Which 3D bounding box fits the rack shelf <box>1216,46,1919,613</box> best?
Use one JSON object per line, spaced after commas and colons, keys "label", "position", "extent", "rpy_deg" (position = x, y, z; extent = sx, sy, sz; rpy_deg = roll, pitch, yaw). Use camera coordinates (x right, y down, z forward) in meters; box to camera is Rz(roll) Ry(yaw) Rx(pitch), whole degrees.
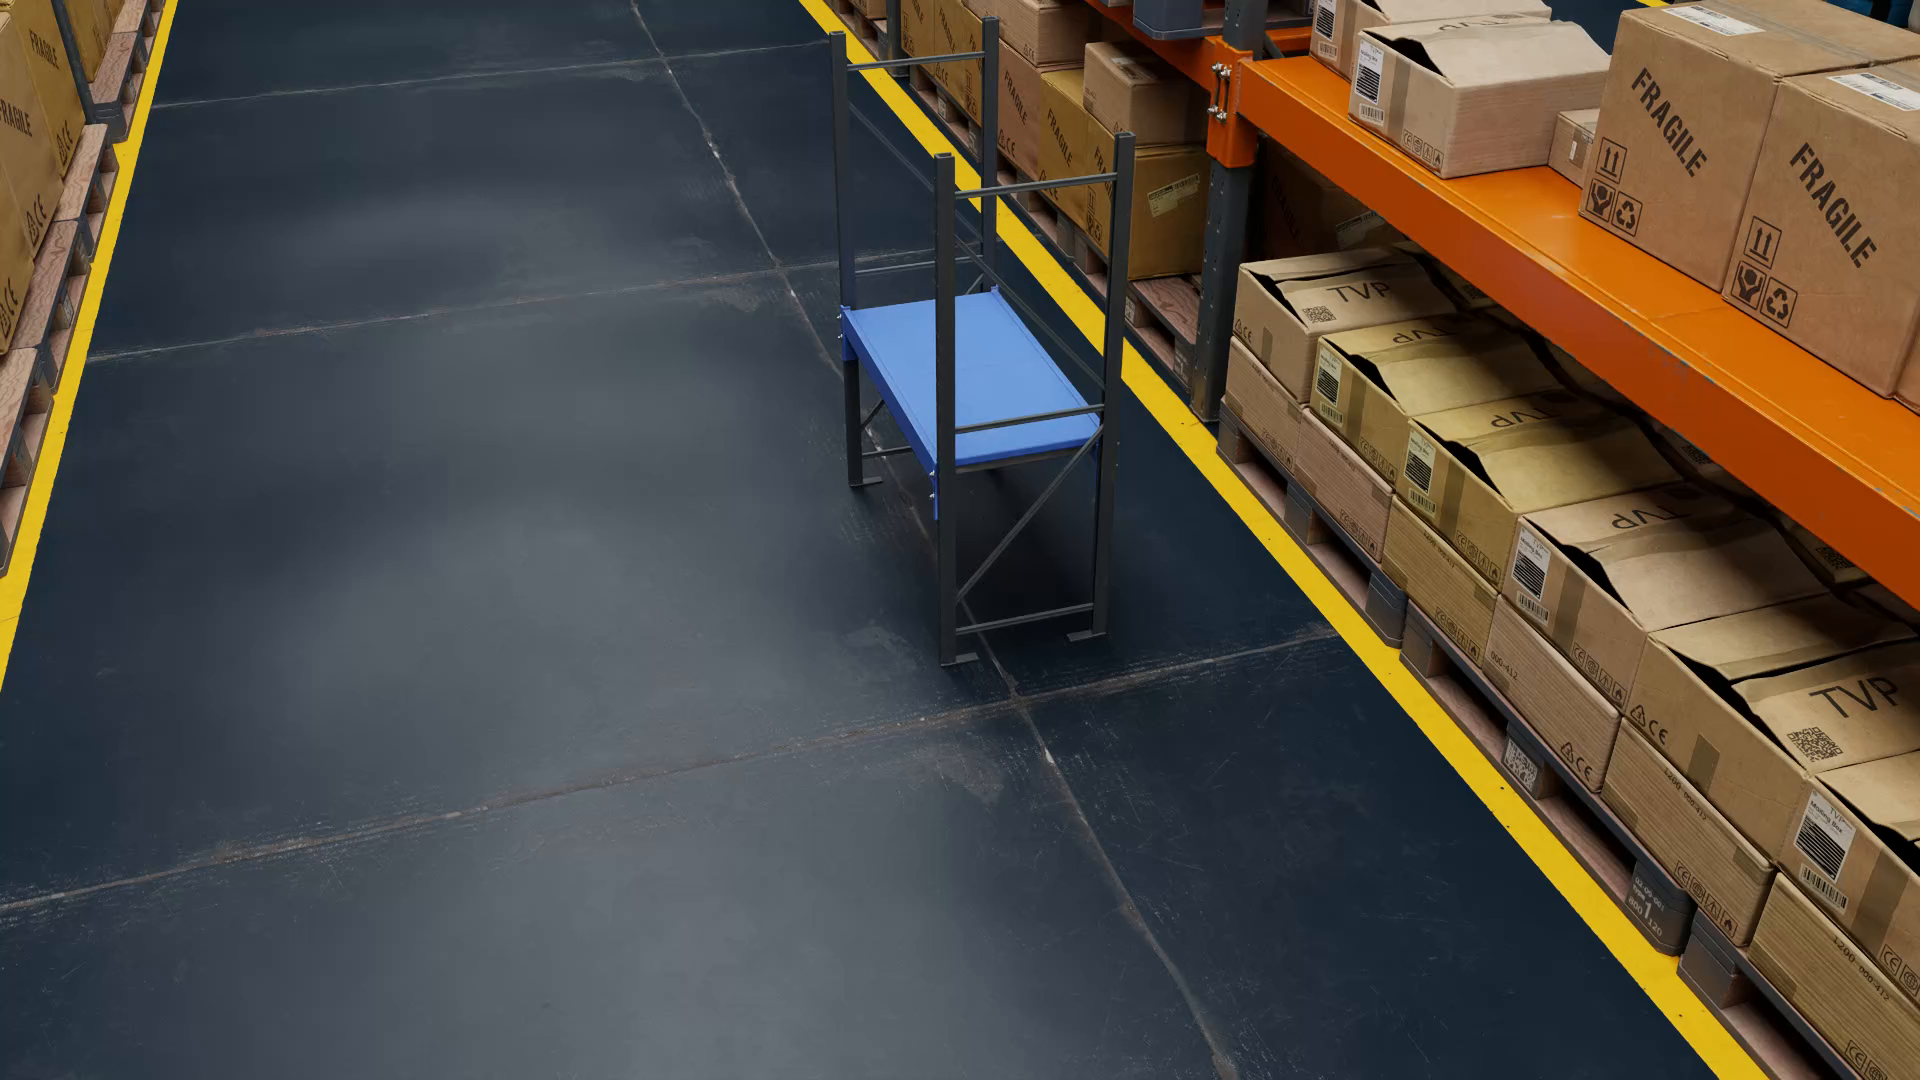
{"label": "rack shelf", "position": [1.926, -0.420, 3.818], "extent": [1.077, 0.370, 4.000], "rpy_deg": [-10, 35, -15]}

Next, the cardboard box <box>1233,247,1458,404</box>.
{"label": "cardboard box", "position": [1.196, -0.708, 5.205], "extent": [0.500, 0.311, 0.500], "rpy_deg": [-9, 34, -13]}

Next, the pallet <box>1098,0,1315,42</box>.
{"label": "pallet", "position": [1.042, -2.035, 5.782], "extent": [1.213, 0.211, 1.003], "rpy_deg": [-10, 35, -15]}

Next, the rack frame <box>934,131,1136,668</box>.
{"label": "rack frame", "position": [0.181, -0.314, 4.365], "extent": [0.500, 1.500, 0.032], "rpy_deg": [-10, 35, -15]}

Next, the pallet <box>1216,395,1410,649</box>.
{"label": "pallet", "position": [1.530, -0.168, 5.313], "extent": [1.003, 0.211, 1.213], "rpy_deg": [-10, 35, -15]}

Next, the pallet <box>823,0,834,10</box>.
{"label": "pallet", "position": [-0.489, -3.710, 10.673], "extent": [1.003, 0.211, 1.213], "rpy_deg": [-10, 35, -15]}

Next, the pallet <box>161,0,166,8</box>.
{"label": "pallet", "position": [-5.522, -3.566, 10.455], "extent": [1.003, 0.211, 1.213], "rpy_deg": [-10, 35, -15]}

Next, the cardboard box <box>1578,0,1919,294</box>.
{"label": "cardboard box", "position": [1.843, -0.934, 3.852], "extent": [0.500, 0.500, 0.500], "rpy_deg": [-12, 35, -17]}

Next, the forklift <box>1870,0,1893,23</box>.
{"label": "forklift", "position": [3.980, -2.175, 5.882], "extent": [1.130, 2.935, 3.031], "rpy_deg": [-5, 34, -7]}

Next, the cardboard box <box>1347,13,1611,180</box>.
{"label": "cardboard box", "position": [1.404, -1.231, 4.473], "extent": [0.500, 0.311, 0.500], "rpy_deg": [-10, 35, -15]}

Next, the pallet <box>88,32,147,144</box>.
{"label": "pallet", "position": [-4.778, -2.285, 8.516], "extent": [1.003, 0.211, 1.213], "rpy_deg": [-10, 35, -15]}

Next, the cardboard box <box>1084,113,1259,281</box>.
{"label": "cardboard box", "position": [0.807, -1.363, 6.460], "extent": [0.500, 0.500, 0.500], "rpy_deg": [-9, 34, -13]}

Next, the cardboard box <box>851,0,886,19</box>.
{"label": "cardboard box", "position": [-0.348, -3.263, 9.335], "extent": [0.500, 0.500, 0.500], "rpy_deg": [-10, 35, -15]}

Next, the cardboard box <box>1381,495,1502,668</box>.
{"label": "cardboard box", "position": [1.514, 0.061, 4.549], "extent": [0.500, 0.250, 0.500], "rpy_deg": [-11, 35, -16]}

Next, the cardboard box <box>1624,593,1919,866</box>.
{"label": "cardboard box", "position": [1.825, 0.369, 3.576], "extent": [0.500, 0.311, 0.500], "rpy_deg": [-10, 35, -15]}

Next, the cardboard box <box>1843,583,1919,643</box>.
{"label": "cardboard box", "position": [2.340, 0.273, 3.720], "extent": [0.500, 0.311, 0.500], "rpy_deg": [-11, 35, -16]}

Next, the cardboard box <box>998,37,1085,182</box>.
{"label": "cardboard box", "position": [0.484, -1.909, 7.287], "extent": [0.500, 0.500, 0.500], "rpy_deg": [-11, 35, -17]}

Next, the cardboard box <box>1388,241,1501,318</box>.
{"label": "cardboard box", "position": [1.710, -0.799, 5.343], "extent": [0.500, 0.311, 0.500], "rpy_deg": [-9, 35, -13]}

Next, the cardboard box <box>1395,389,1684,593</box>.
{"label": "cardboard box", "position": [1.518, -0.166, 4.384], "extent": [0.500, 0.311, 0.500], "rpy_deg": [-11, 35, -16]}

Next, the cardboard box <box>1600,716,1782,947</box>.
{"label": "cardboard box", "position": [1.824, 0.598, 3.737], "extent": [0.500, 0.250, 0.500], "rpy_deg": [-9, 35, -14]}

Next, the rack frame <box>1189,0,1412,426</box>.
{"label": "rack frame", "position": [1.316, -1.771, 5.209], "extent": [1.000, 3.000, 0.127], "rpy_deg": [-10, 35, -15]}

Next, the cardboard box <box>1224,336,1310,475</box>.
{"label": "cardboard box", "position": [1.196, -0.474, 5.360], "extent": [0.500, 0.250, 0.500], "rpy_deg": [-10, 35, -15]}

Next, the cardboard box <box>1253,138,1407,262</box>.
{"label": "cardboard box", "position": [1.449, -1.198, 6.211], "extent": [0.500, 0.500, 0.500], "rpy_deg": [-9, 34, -13]}

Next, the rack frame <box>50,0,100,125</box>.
{"label": "rack frame", "position": [-4.621, -3.036, 7.123], "extent": [1.000, 3.000, 0.127], "rpy_deg": [-10, 35, -15]}

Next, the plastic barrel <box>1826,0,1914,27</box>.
{"label": "plastic barrel", "position": [5.180, -3.341, 9.108], "extent": [0.600, 0.901, 0.708], "rpy_deg": [-10, 35, -15]}

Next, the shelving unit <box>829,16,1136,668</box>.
{"label": "shelving unit", "position": [0.026, -0.581, 4.769], "extent": [0.538, 1.500, 1.048], "rpy_deg": [-10, 35, -15]}

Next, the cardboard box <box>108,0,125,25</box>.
{"label": "cardboard box", "position": [-5.056, -3.112, 9.125], "extent": [0.700, 0.500, 0.500], "rpy_deg": [-9, 35, -14]}

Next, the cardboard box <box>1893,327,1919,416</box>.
{"label": "cardboard box", "position": [2.157, -0.395, 3.036], "extent": [0.500, 0.500, 0.500], "rpy_deg": [-8, 34, -11]}

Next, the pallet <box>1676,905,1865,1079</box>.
{"label": "pallet", "position": [2.274, 1.113, 3.375], "extent": [1.003, 0.211, 1.213], "rpy_deg": [-10, 35, -15]}

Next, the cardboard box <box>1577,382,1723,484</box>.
{"label": "cardboard box", "position": [2.026, -0.262, 4.530], "extent": [0.500, 0.311, 0.500], "rpy_deg": [-10, 35, -15]}

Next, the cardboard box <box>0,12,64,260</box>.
{"label": "cardboard box", "position": [-4.025, -1.528, 6.411], "extent": [0.750, 0.750, 0.750], "rpy_deg": [-9, 35, -13]}

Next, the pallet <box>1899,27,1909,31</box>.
{"label": "pallet", "position": [5.386, -2.485, 8.819], "extent": [1.003, 0.211, 1.213], "rpy_deg": [-10, 35, -15]}

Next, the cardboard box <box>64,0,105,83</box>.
{"label": "cardboard box", "position": [-4.751, -2.578, 8.317], "extent": [0.700, 0.500, 0.500], "rpy_deg": [-10, 35, -14]}

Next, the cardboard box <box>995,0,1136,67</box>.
{"label": "cardboard box", "position": [0.470, -2.241, 7.109], "extent": [0.500, 0.250, 0.500], "rpy_deg": [-11, 35, -16]}

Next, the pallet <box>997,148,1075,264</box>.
{"label": "pallet", "position": [0.756, -1.645, 7.548], "extent": [1.003, 0.211, 1.213], "rpy_deg": [-10, 35, -15]}

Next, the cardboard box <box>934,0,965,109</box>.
{"label": "cardboard box", "position": [0.185, -2.438, 8.087], "extent": [0.500, 0.500, 0.500], "rpy_deg": [-10, 35, -14]}

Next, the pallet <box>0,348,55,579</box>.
{"label": "pallet", "position": [-3.569, -0.199, 5.359], "extent": [1.003, 0.211, 1.213], "rpy_deg": [-10, 35, -15]}
